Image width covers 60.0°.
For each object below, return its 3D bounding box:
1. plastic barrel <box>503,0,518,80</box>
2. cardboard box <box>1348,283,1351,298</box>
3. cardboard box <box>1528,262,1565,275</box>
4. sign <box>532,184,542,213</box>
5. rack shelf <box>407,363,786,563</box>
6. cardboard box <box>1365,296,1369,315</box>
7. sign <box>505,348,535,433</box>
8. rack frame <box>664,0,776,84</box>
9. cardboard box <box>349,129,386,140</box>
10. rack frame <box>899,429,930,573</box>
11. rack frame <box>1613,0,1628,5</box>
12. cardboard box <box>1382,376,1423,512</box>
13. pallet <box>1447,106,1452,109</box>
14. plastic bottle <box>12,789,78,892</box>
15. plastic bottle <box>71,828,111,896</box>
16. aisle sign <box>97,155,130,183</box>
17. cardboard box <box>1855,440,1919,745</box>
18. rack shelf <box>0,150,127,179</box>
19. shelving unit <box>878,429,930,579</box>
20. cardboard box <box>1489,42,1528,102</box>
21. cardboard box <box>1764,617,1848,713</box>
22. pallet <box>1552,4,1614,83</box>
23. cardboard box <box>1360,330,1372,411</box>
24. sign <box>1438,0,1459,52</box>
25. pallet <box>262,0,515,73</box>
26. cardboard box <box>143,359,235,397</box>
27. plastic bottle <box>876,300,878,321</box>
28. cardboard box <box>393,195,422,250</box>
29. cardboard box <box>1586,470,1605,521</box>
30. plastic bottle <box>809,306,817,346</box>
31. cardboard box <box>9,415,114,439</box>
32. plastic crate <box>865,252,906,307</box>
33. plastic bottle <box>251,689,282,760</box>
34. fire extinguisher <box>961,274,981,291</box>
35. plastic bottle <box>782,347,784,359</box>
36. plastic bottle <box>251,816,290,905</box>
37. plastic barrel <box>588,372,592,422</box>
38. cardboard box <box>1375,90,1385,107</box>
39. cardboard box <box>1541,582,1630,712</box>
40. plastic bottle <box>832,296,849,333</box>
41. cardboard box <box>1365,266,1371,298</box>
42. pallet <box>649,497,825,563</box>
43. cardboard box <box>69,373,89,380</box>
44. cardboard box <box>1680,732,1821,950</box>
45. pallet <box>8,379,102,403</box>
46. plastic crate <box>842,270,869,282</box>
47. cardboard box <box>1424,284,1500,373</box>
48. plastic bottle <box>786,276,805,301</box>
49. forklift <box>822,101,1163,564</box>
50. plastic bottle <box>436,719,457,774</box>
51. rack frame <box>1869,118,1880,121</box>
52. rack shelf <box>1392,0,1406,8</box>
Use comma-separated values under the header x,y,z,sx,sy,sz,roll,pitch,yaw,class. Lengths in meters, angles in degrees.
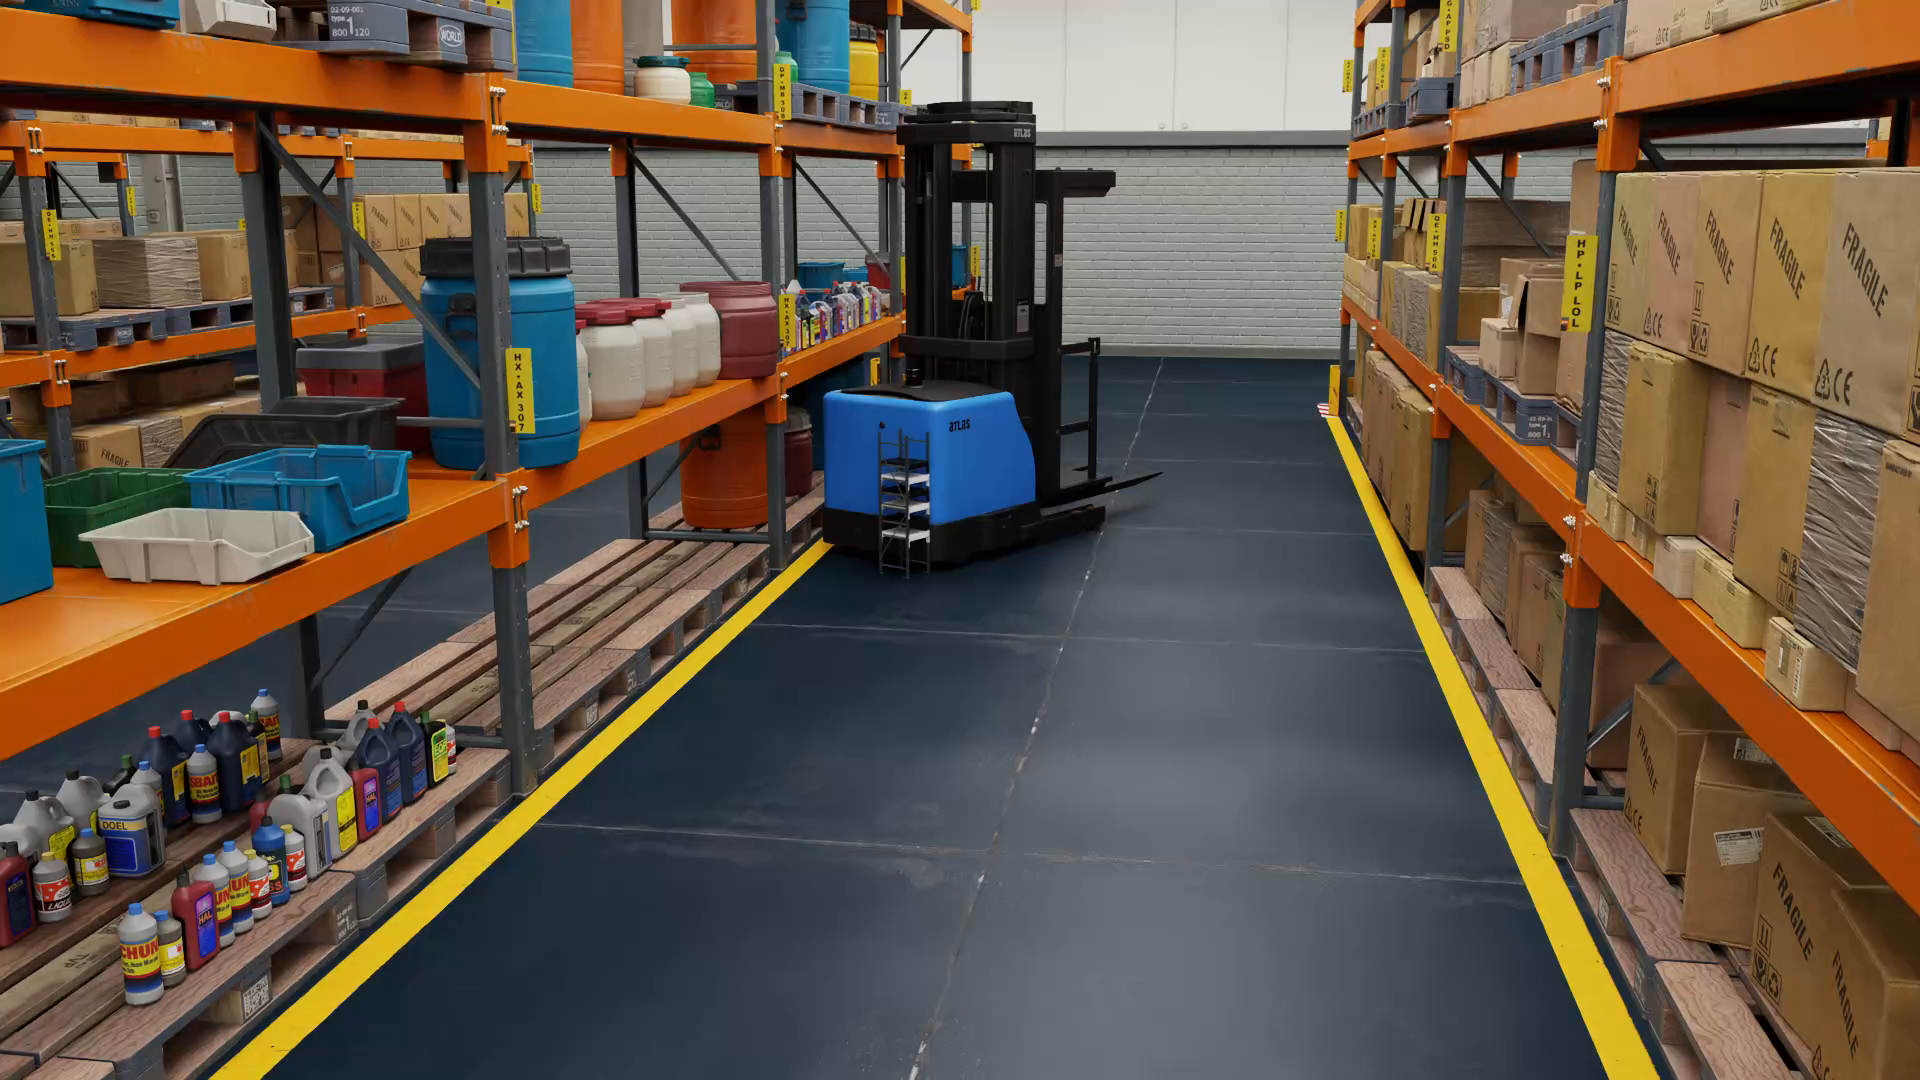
x,y,z,sx,sy,sz,roll,pitch,yaw,class
-2.260,-2.416,7.272,0.600,0.901,0.600,0,12,0,plastic barrel
4.019,-2.446,16.318,0.380,0.149,0.250,2,12,8,cardboard box
3.254,-1.148,8.468,0.700,0.500,0.500,4,13,17,cardboard box
-4.727,-3.813,18.567,0.100,0.325,0.005,2,12,9,sign
-1.917,-0.520,8.493,1.077,0.370,4.000,2,12,9,rack shelf
3.702,-2.018,14.335,0.380,0.149,0.250,2,12,8,cardboard box
-1.682,-0.570,6.363,0.100,0.325,0.005,2,12,9,sign
-1.609,-4.221,9.717,1.000,3.000,0.127,2,12,9,rack frame
-5.569,-3.768,15.094,0.500,0.250,0.500,2,12,9,cardboard box
-0.288,-0.246,10.501,0.240,0.900,0.006,9,15,37,rack frame
2.670,-3.227,5.109,1.000,3.000,0.127,2,12,9,rack frame
3.556,-0.622,11.308,1.225,0.875,0.875,2,12,9,cardboard box
3.808,-3.140,12.280,0.805,0.209,1.217,1,12,6,pallet
-2.882,0.946,5.228,0.144,0.351,0.185,2,12,11,plastic bottle
-2.755,1.014,5.268,0.097,0.201,0.097,0,12,0,plastic bottle
-9.860,-4.550,19.317,0.394,0.787,0.004,2,12,9,aisle sign
2.125,0.122,2.864,0.875,0.500,0.500,2,12,9,cardboard box
-10.476,-3.973,17.394,1.077,0.370,4.000,2,12,9,rack shelf
-0.351,-0.229,10.422,0.258,0.900,0.210,9,15,37,shelving unit
2.812,-2.217,7.895,0.500,0.250,0.500,2,12,10,cardboard box
2.021,0.279,3.675,0.380,0.149,0.250,2,12,9,cardboard box
2.870,-1.794,6.025,1.213,0.211,1.003,2,12,9,pallet
4.356,-1.634,16.002,0.875,0.875,0.875,2,12,9,cardboard box
2.738,-2.905,9.317,0.100,0.325,0.005,2,12,9,sign
-2.239,-1.676,5.478,1.213,0.211,1.003,2,12,9,pallet
-6.357,-1.341,13.703,0.500,0.250,0.500,2,12,9,cardboard box
-0.726,-1.906,13.689,0.097,0.201,0.097,0,12,0,plastic bottle
-5.458,-3.016,15.757,0.500,0.500,0.500,1,12,7,cardboard box
2.339,-0.137,5.605,0.380,0.149,0.250,2,12,9,cardboard box
-1.051,-1.500,11.639,0.097,0.271,0.097,0,12,0,plastic bottle
-6.591,-0.645,12.253,0.500,0.500,0.500,2,12,11,cardboard box
-0.609,-2.359,15.025,0.402,0.464,0.583,2,12,9,plastic crate
-2.707,0.716,6.485,0.097,0.271,0.097,0,12,0,plastic bottle
0.093,-2.750,18.202,0.296,0.674,0.183,2,12,9,fire extinguisher
-1.223,-1.307,10.732,0.152,0.276,0.135,2,12,9,plastic bottle
-2.154,0.994,5.191,0.097,0.271,0.097,0,12,0,plastic bottle
-1.869,-0.658,7.756,0.301,0.262,0.301,0,12,0,plastic barrel
4.251,-4.230,15.408,0.700,0.500,0.500,1,12,5,cardboard box
2.877,0.486,7.006,0.700,0.500,0.500,2,12,8,cardboard box
-0.925,-1.710,12.603,0.152,0.276,0.135,2,12,9,plastic bottle
3.786,-2.240,14.419,0.500,0.250,0.500,2,12,10,cardboard box
-1.529,-0.090,11.411,1.003,0.211,1.213,2,12,9,pallet
-10.254,-2.004,18.611,0.700,0.500,0.500,2,12,8,cardboard box
2.488,0.923,5.025,0.500,0.500,0.500,6,14,27,cardboard box
-10.214,-1.742,19.076,1.003,0.211,1.213,2,12,9,pallet
-0.991,-2.523,16.337,0.416,0.233,0.300,2,12,9,plastic crate
3.116,-1.287,10.108,0.500,0.500,0.500,2,12,10,cardboard box
-1.375,-2.025,13.888,0.144,0.351,0.185,2,12,9,plastic bottle
0.384,-1.537,11.667,1.130,2.935,3.031,9,15,37,forklift
-1.972,0.783,6.337,0.097,0.201,0.097,0,12,0,plastic bottle
9.401,-5.544,15.857,1.000,3.000,0.127,2,12,9,rack frame
3.592,-3.929,11.022,1.077,0.370,4.000,2,12,9,rack shelf
